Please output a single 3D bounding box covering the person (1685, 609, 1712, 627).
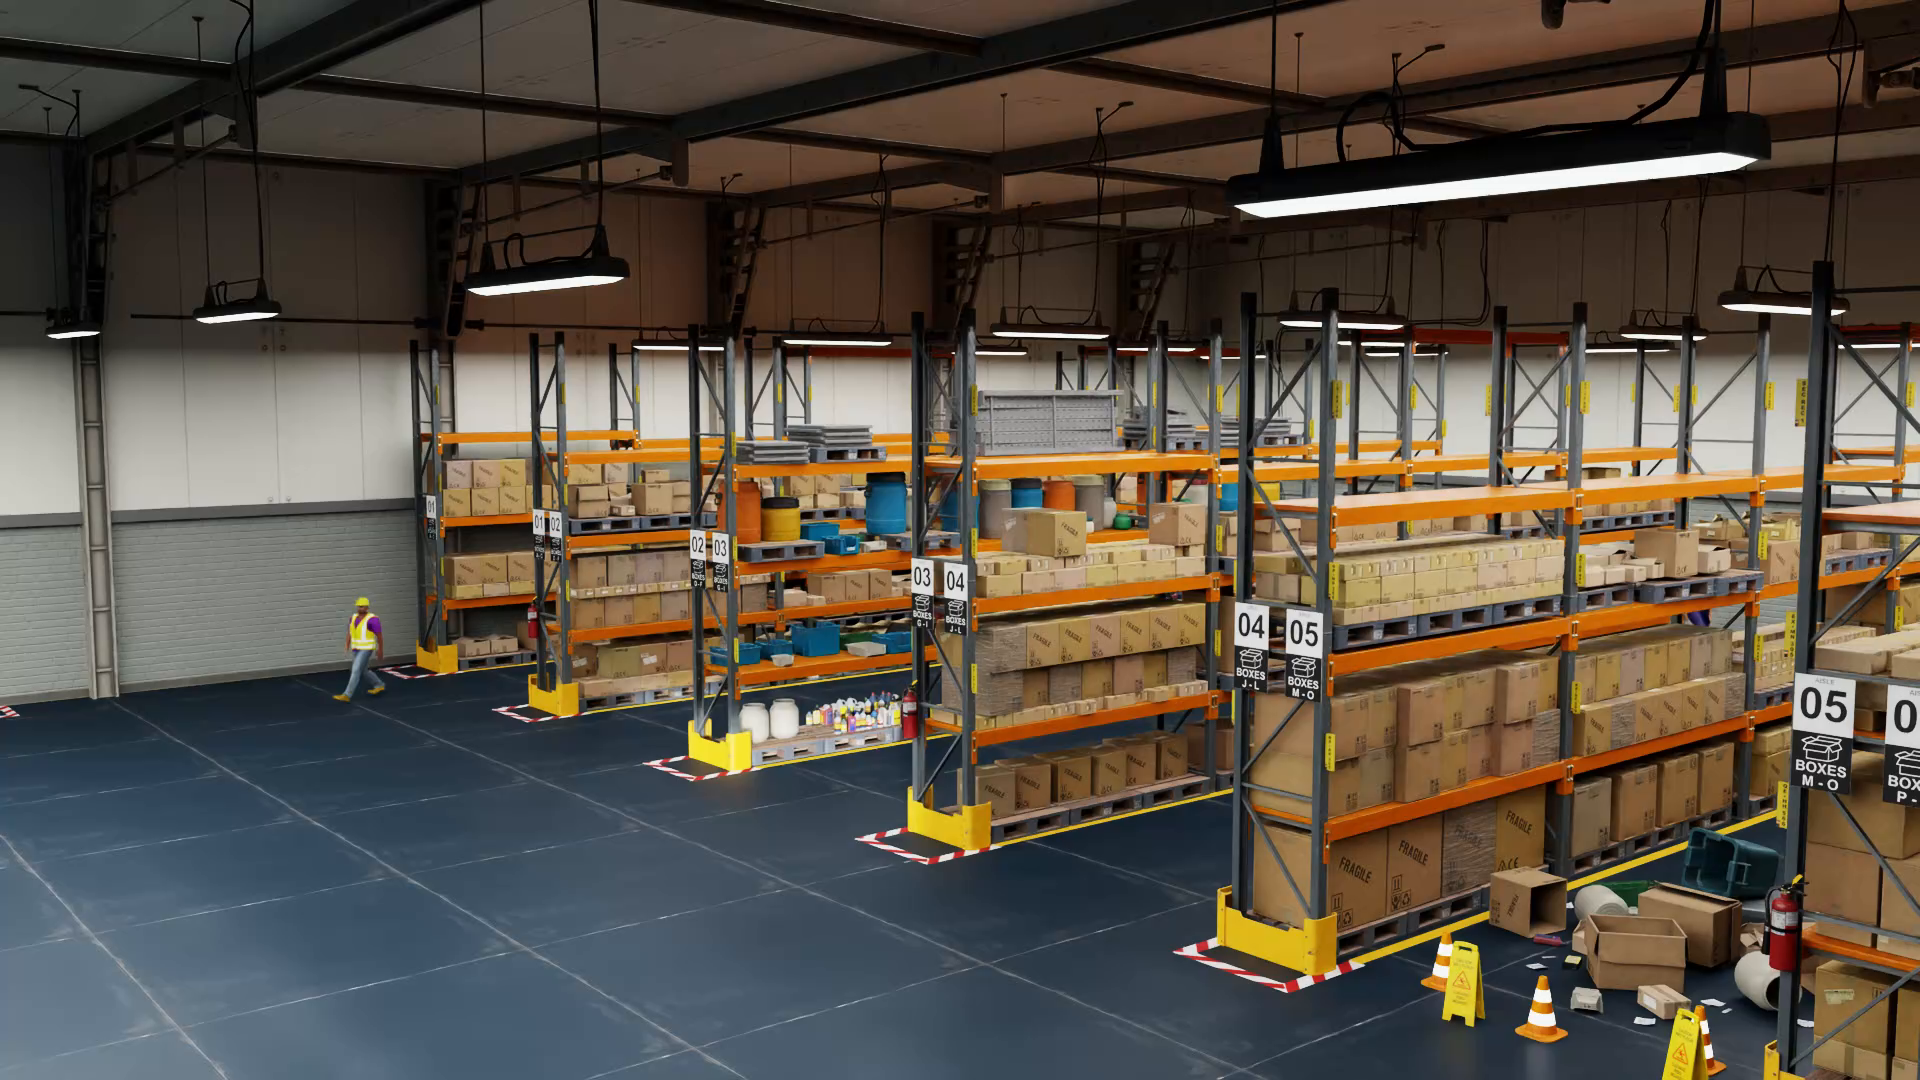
[{"bbox_3d":[14.363,1.413,32.244,0.465,1.528,1.037,-1,5,-12],"label":"person"}]

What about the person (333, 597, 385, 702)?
[{"bbox_3d":[-9.896,1.784,27.353,0.547,1.690,1.105,3,6,31],"label":"person"}]
